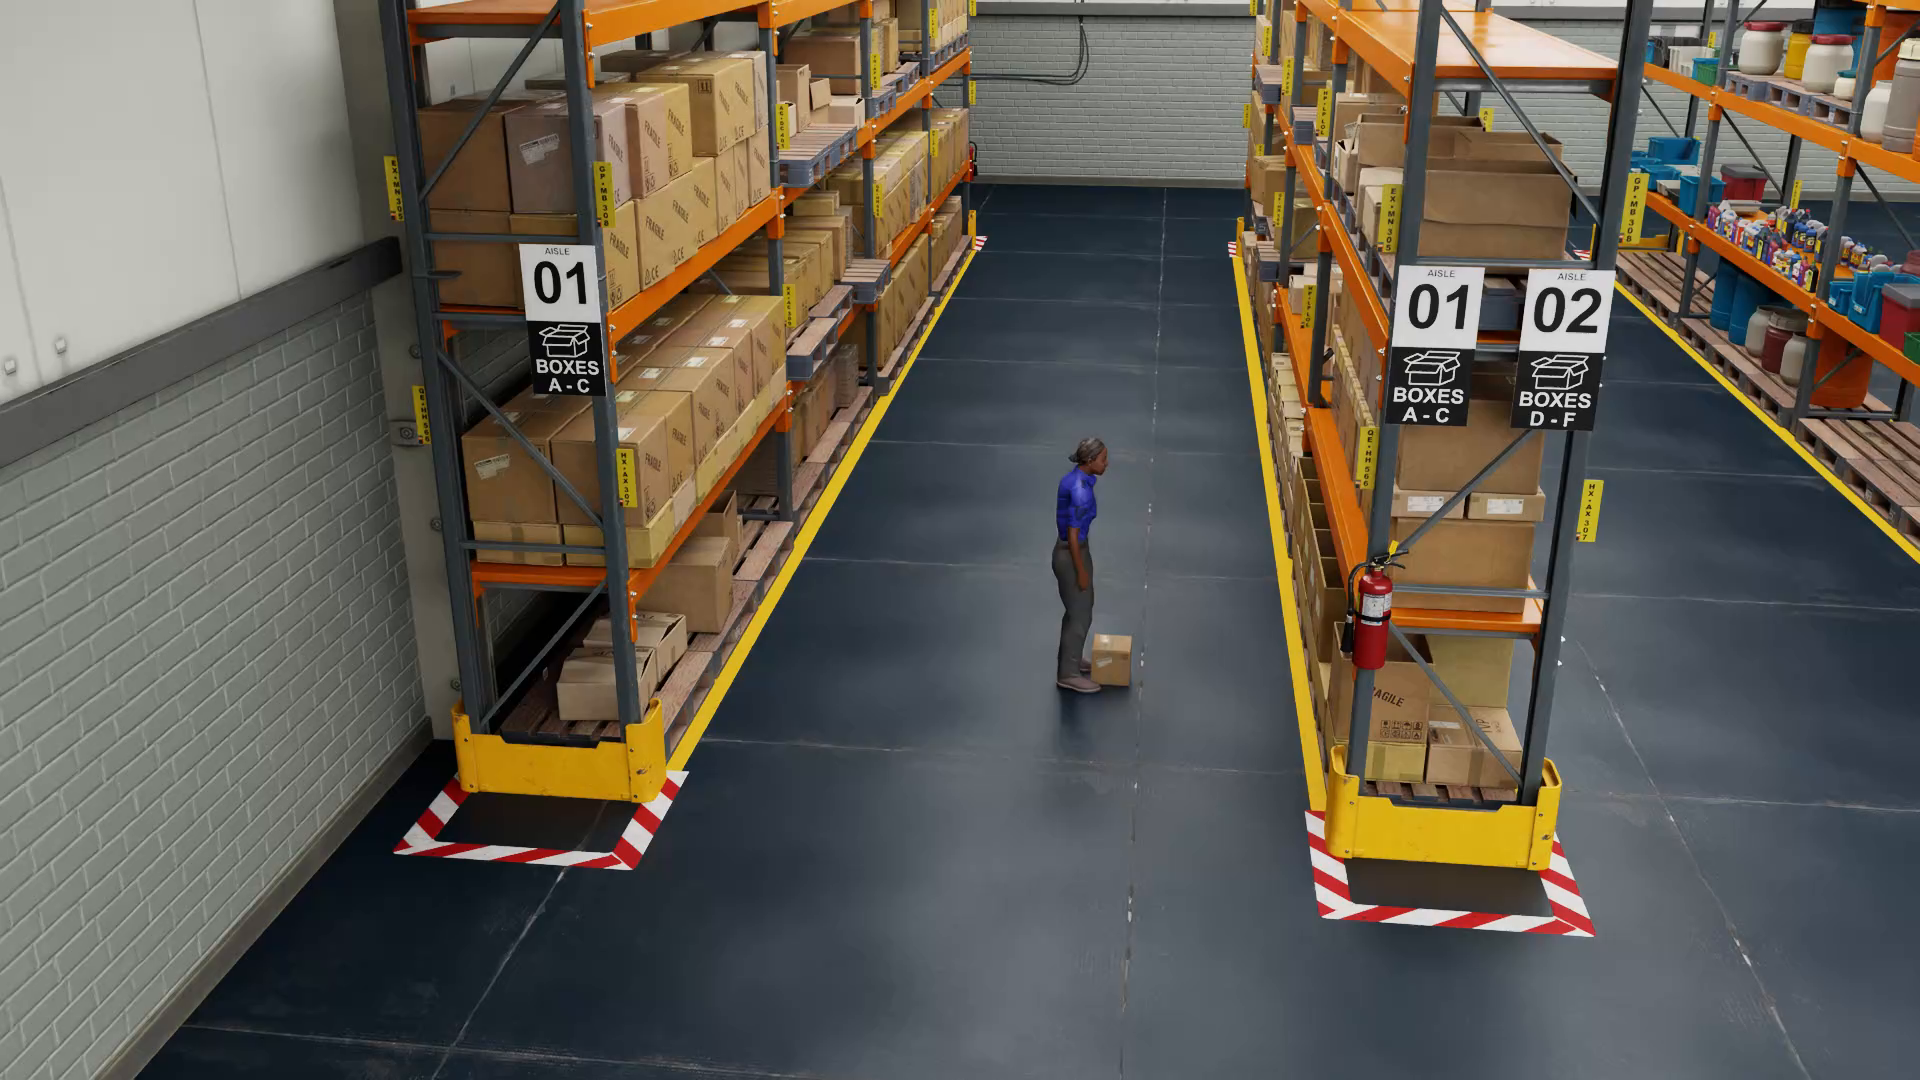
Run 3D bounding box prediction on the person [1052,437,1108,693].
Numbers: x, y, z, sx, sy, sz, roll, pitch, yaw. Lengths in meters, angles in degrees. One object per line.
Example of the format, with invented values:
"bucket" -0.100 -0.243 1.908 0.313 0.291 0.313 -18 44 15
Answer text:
"person" 0.766 0.134 10.748 0.348 1.653 0.524 1 21 3
